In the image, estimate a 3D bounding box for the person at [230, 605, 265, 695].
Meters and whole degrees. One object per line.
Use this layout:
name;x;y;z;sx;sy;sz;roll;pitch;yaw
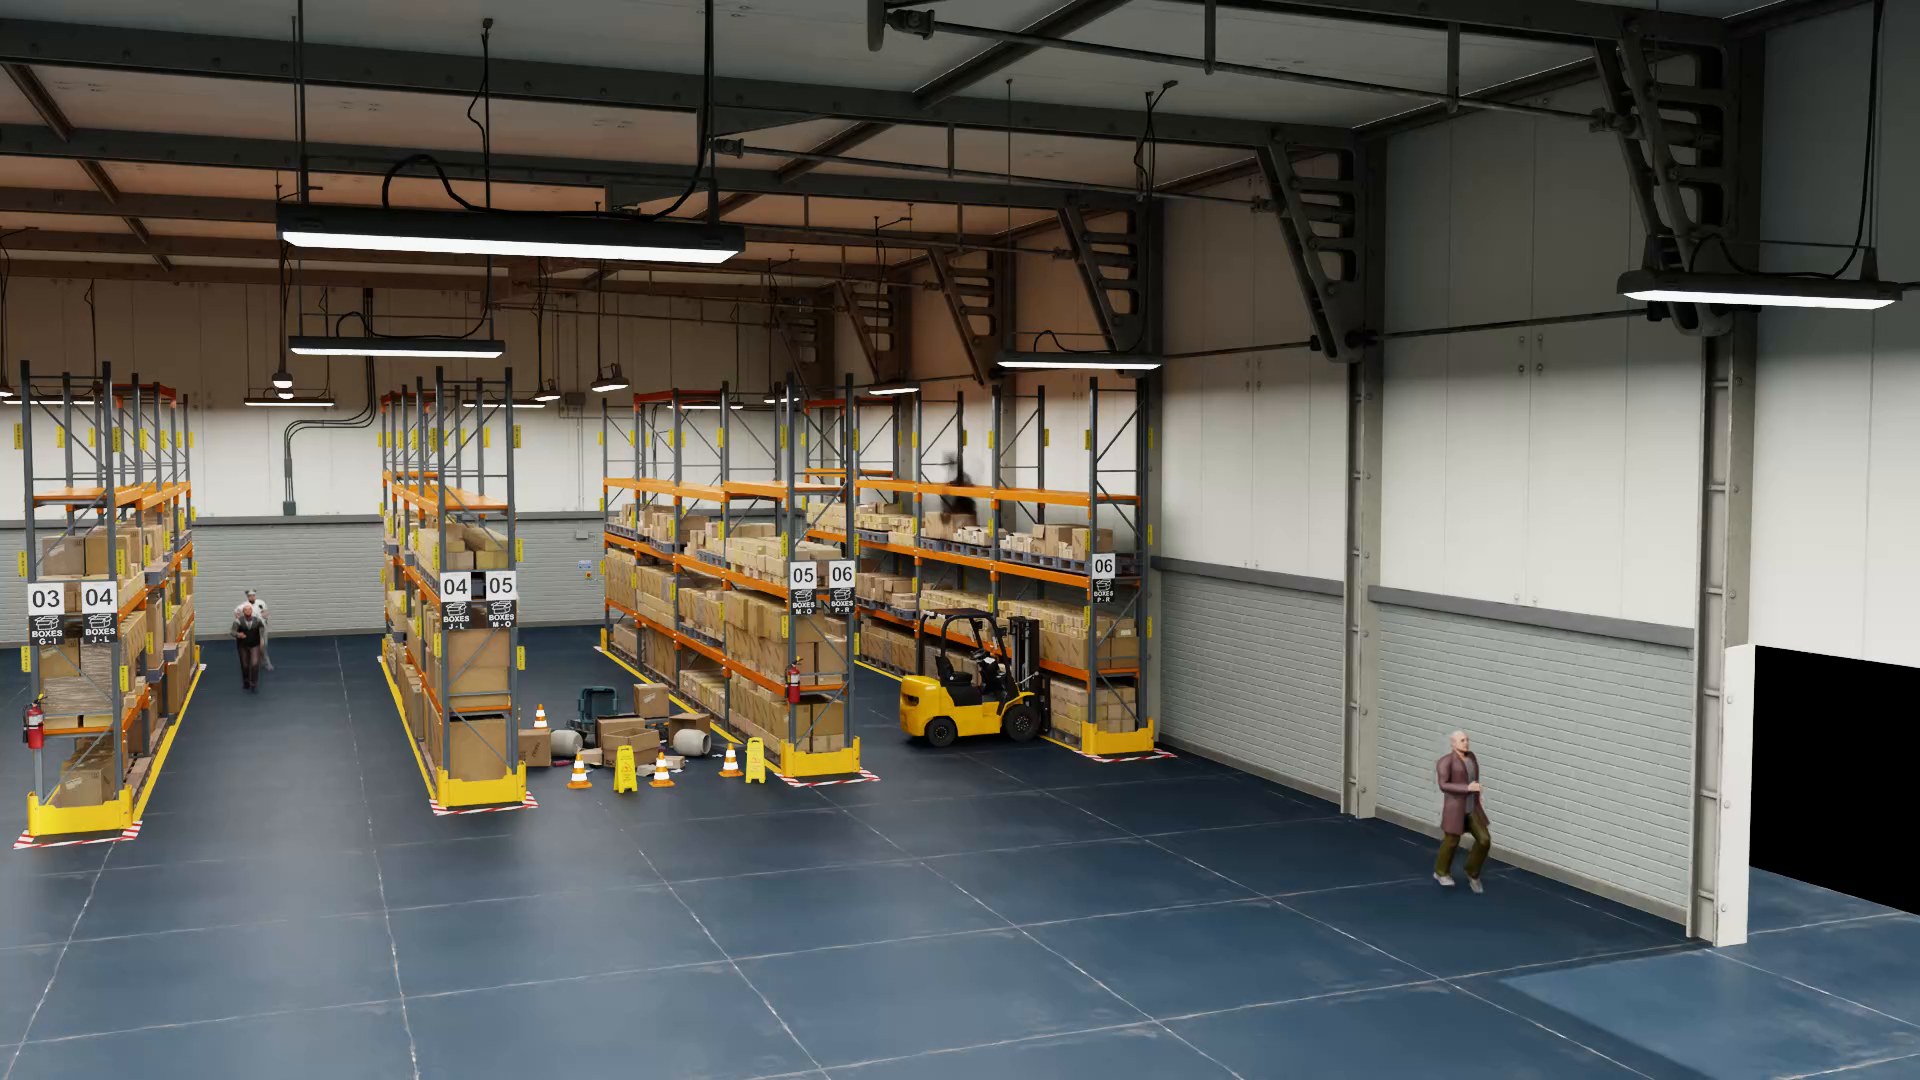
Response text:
person;-14.100;2.149;32.921;0.647;1.735;0.913;-2;4;-25

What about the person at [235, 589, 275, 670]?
person;-15.405;1.949;36.330;0.863;1.795;0.683;3;5;43

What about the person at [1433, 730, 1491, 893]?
person;5.564;3.019;18.404;0.698;1.830;0.779;-1;4;-21
